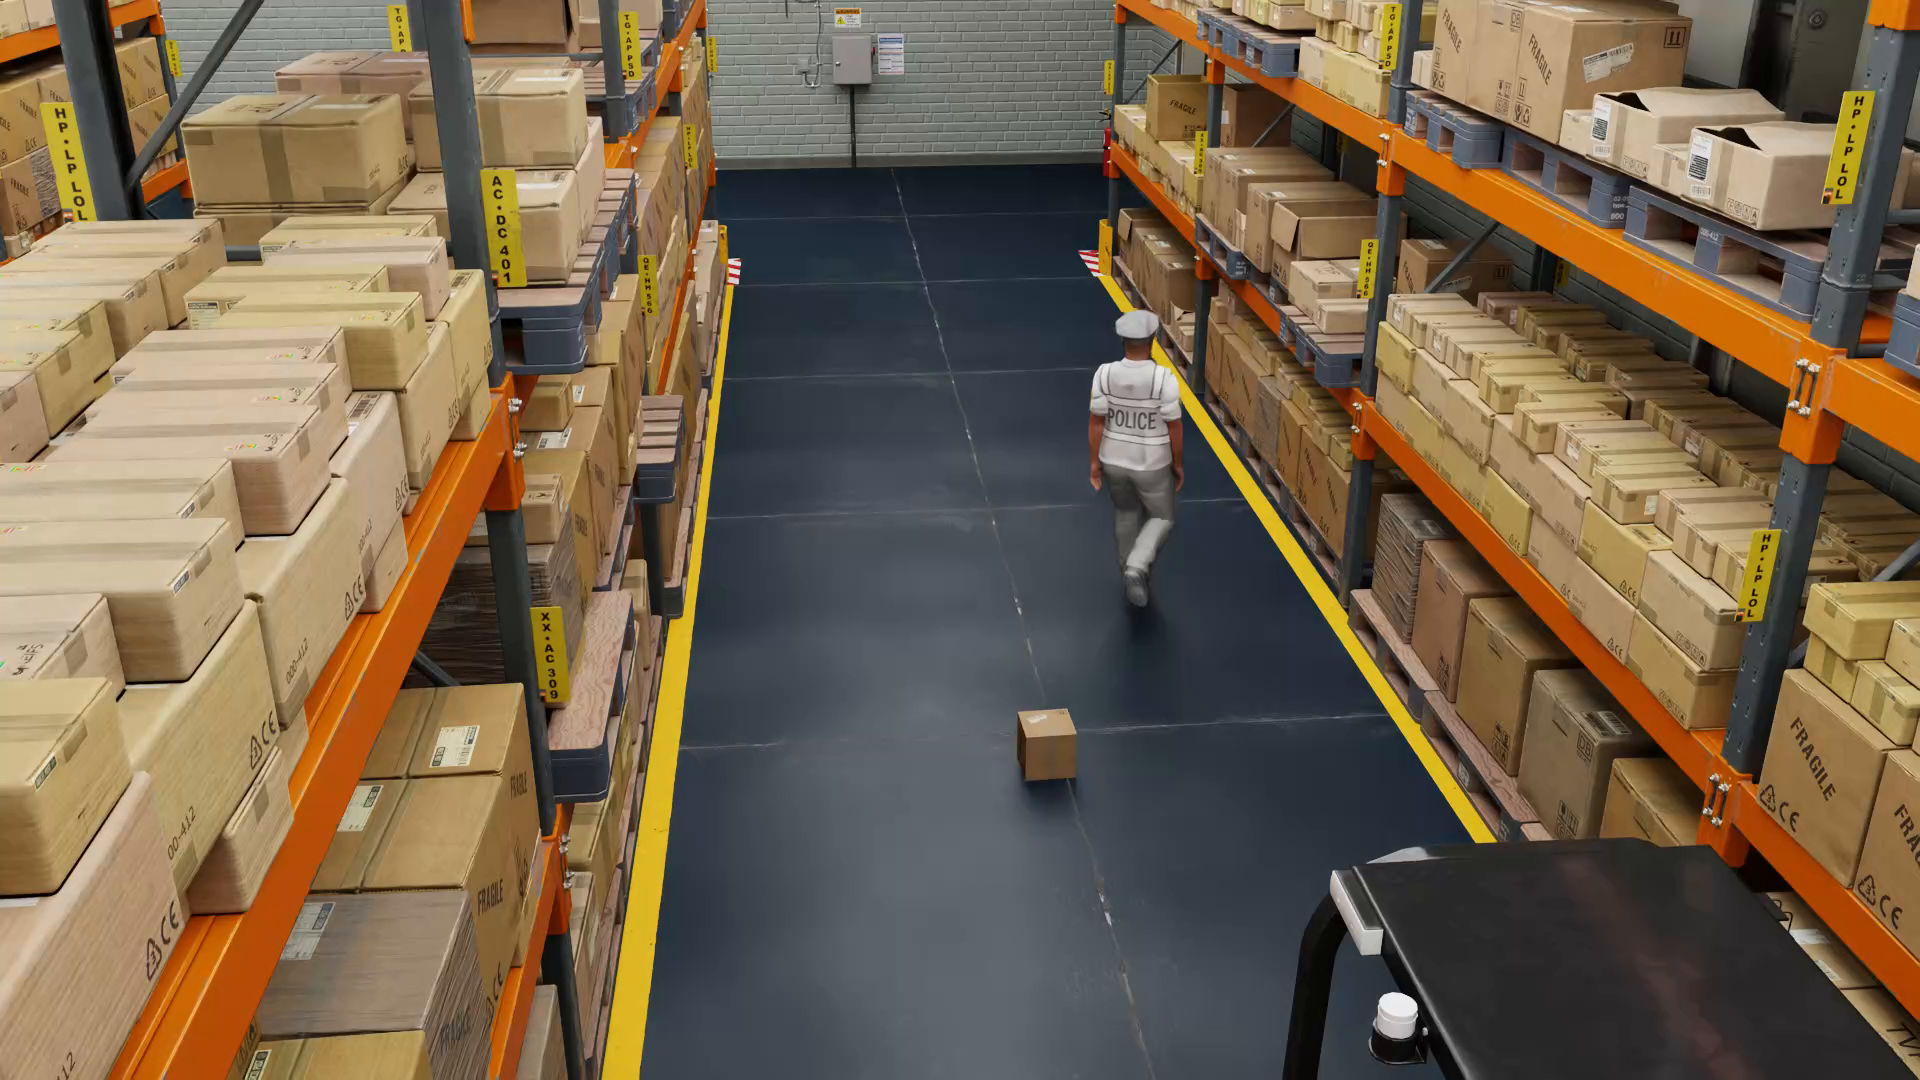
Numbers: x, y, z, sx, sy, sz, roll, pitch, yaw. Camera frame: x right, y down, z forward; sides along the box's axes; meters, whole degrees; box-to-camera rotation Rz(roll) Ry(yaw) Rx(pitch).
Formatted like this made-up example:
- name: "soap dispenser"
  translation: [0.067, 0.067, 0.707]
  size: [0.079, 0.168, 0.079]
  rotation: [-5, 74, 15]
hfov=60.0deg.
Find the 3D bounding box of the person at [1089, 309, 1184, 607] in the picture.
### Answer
- name: "person"
  translation: [1.021, -0.474, 9.612]
  size: [0.545, 1.740, 0.771]
  rotation: [10, 26, 22]
